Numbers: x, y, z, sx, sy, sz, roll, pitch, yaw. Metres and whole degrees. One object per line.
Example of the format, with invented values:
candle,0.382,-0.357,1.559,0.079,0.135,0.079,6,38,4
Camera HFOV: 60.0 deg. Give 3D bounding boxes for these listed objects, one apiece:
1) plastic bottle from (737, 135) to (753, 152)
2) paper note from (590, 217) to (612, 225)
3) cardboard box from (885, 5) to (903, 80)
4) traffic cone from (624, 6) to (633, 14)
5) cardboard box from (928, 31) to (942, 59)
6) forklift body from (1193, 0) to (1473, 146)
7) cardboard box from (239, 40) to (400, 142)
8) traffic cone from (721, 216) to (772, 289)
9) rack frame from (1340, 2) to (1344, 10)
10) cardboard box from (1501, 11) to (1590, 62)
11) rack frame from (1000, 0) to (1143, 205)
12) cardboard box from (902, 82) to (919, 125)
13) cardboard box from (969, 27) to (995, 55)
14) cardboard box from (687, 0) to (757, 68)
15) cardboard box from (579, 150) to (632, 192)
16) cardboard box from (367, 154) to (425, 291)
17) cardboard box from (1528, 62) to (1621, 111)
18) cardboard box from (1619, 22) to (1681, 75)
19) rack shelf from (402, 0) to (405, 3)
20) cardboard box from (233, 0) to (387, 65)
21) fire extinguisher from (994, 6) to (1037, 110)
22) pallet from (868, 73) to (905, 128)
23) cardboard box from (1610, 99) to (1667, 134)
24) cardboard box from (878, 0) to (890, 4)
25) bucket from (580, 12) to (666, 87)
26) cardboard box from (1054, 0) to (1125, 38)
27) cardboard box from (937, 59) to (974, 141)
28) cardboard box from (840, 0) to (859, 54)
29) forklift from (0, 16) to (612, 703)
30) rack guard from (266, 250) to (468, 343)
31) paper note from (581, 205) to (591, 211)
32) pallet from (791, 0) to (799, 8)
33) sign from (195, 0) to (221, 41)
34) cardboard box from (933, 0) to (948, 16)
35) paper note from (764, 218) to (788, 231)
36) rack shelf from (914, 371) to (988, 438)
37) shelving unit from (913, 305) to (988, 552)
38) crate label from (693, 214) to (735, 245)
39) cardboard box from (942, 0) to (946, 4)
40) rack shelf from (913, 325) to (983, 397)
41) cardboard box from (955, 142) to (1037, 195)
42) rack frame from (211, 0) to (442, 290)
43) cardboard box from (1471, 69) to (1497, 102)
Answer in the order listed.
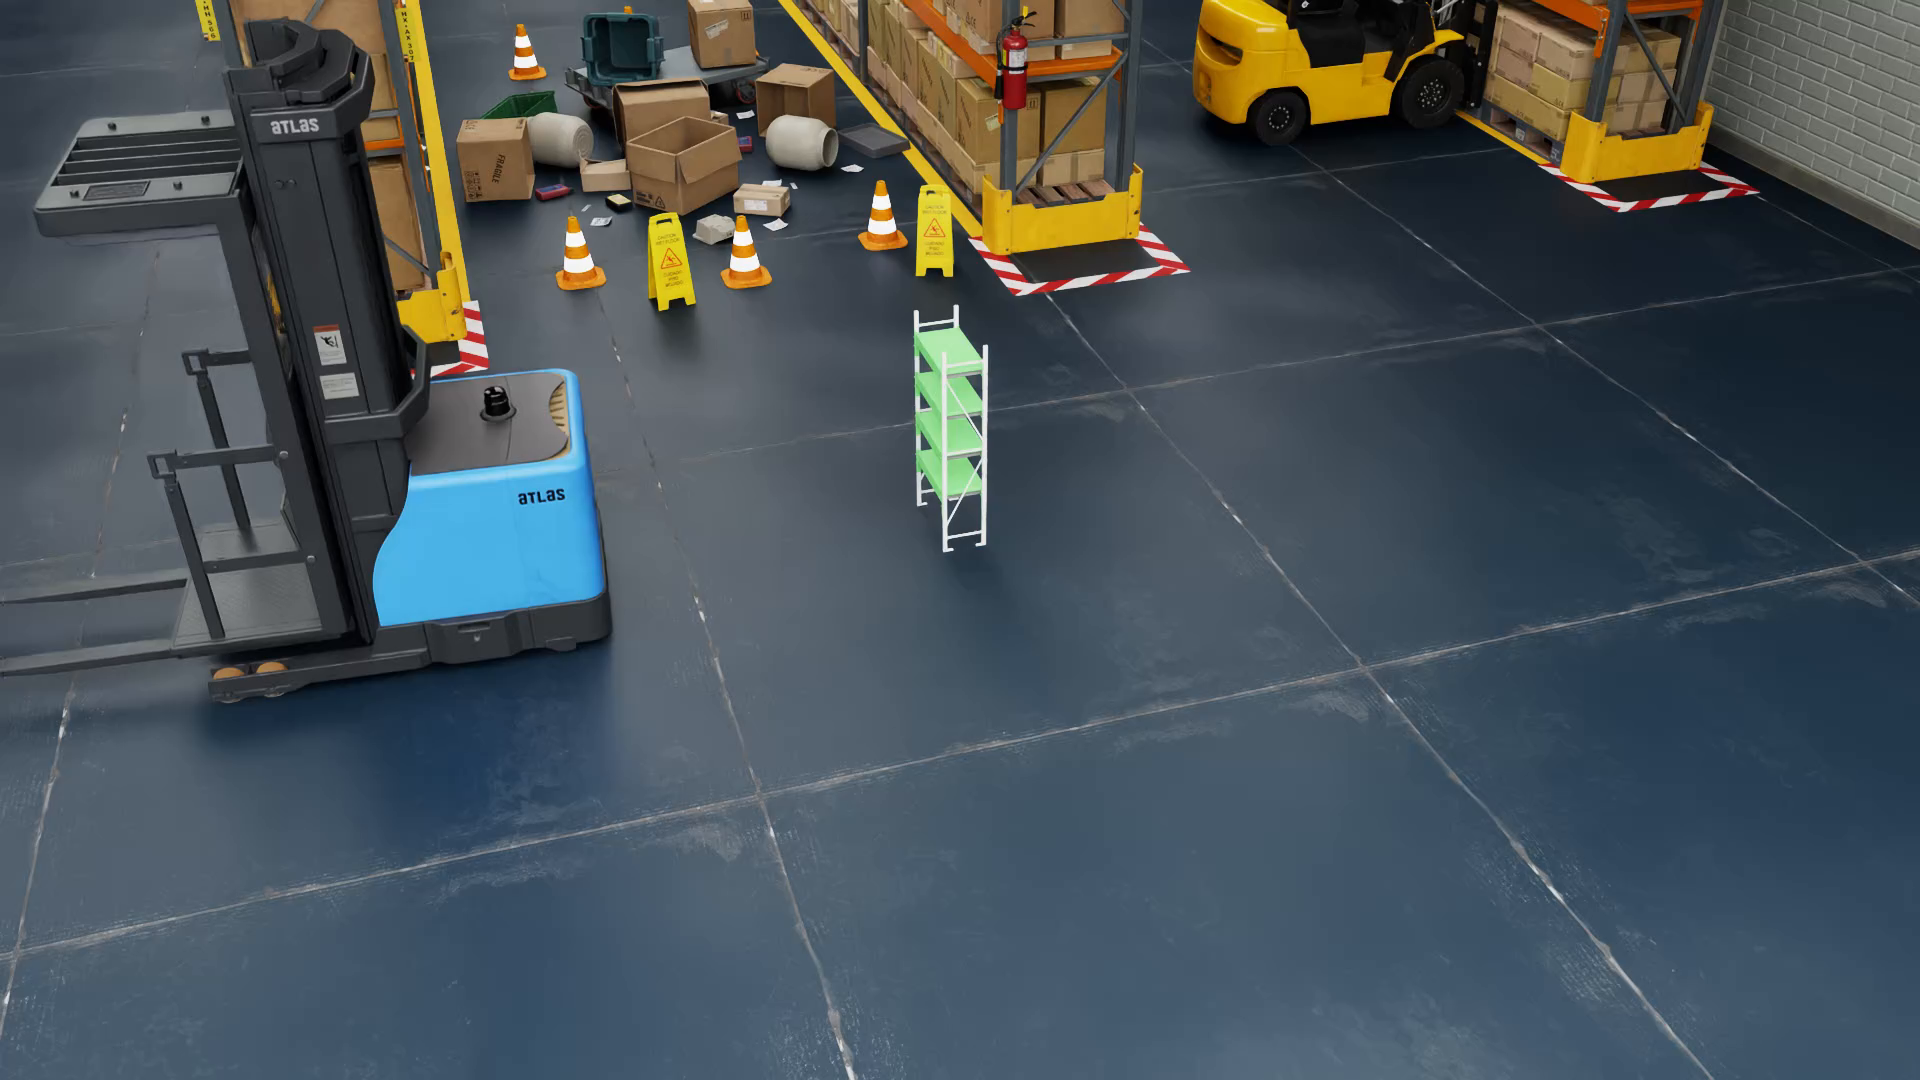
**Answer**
plastic bottle,-1.830,-3.367,14.109,0.133,0.061,0.283,-4,34,-6
paper note,-2.750,-2.448,12.747,0.144,0.017,0.142,1,33,2
cardboard box,-0.341,-4.292,14.277,0.500,0.500,0.500,-9,34,-13
traffic cone,-3.190,-4.927,16.106,0.336,0.463,0.334,-10,35,-15
cardboard box,-0.039,-3.926,13.135,0.380,0.149,0.250,-9,34,-13
forklift body,3.192,-4.657,14.166,2.313,2.155,1.214,-10,35,-15
cardboard box,-4.057,-2.850,10.525,0.875,0.550,0.550,-10,35,-15
traffic cone,-1.531,-2.071,11.784,0.336,0.463,0.334,-10,35,-15
rack frame,4.288,-6.422,16.068,1.000,3.000,0.127,-10,35,-15
cardboard box,4.909,-4.224,13.947,0.500,0.250,0.500,-9,35,-14
rack frame,0.782,-3.486,11.623,1.000,3.000,0.127,-10,35,-15
cardboard box,-0.177,-3.702,14.064,0.500,0.250,0.500,-10,35,-15
cardboard box,0.281,-3.655,12.108,0.380,0.149,0.250,-10,35,-15
cardboard box,-2.124,-4.544,14.805,0.500,0.500,0.500,-10,35,-15
cardboard box,-2.843,-2.967,13.318,0.396,0.266,0.258,-4,34,-6
cardboard box,-4.171,-2.234,11.275,0.875,0.875,0.875,-10,35,-14
cardboard box,5.062,-3.762,13.701,0.500,0.250,0.500,-10,35,-15
cardboard box,5.542,-4.052,13.686,0.500,0.250,0.500,-11,35,-15
rack shelf,-5.731,-5.450,15.249,1.077,0.370,4.000,-10,35,-15
cardboard box,-3.977,-3.314,10.249,0.875,0.550,0.550,-10,35,-15
fire extinguisher,0.378,-3.316,11.437,0.296,0.674,0.183,-10,35,-15
pallet,-0.199,-4.076,15.046,1.003,0.211,1.213,-10,35,-15
cardboard box,5.545,-3.641,13.972,0.500,0.250,0.500,-10,35,-15
cardboard box,-0.534,-4.766,14.406,0.380,0.149,0.250,-10,35,-14
bucket,-2.884,-4.285,14.424,0.726,0.611,0.620,1,23,2
cardboard box,0.902,-3.947,11.961,0.500,0.500,0.500,-11,35,-15
cardboard box,0.127,-3.477,13.043,0.500,0.500,0.500,-9,34,-13
cardboard box,-0.600,-4.939,15.826,0.950,0.372,0.625,-10,35,-14
forklift,-3.305,-0.770,7.576,3.031,2.935,1.130,-7,34,-11
rack guard,-3.894,-1.545,10.953,1.175,0.500,0.348,-10,35,-15
paper note,-2.920,-2.592,12.983,0.032,0.001,0.123,7,34,10
pallet,-1.421,-6.112,18.127,1.003,0.211,1.213,-10,35,-15
sign,-4.422,-3.098,9.772,0.100,0.325,0.005,-10,35,-15
cardboard box,0.008,-4.201,12.934,0.380,0.149,0.250,-10,35,-15
paper note,-1.402,-2.408,12.686,0.148,0.019,0.142,-23,40,-31
rack shelf,-0.050,-0.734,8.773,0.258,0.148,0.480,-10,35,-15
shelving unit,-0.050,-0.587,8.870,0.258,1.200,0.503,-10,35,-15
crate label,-1.830,-2.337,12.482,0.298,0.136,0.250,27,42,34
cardboard box,0.057,-4.417,12.672,0.500,0.500,0.500,-10,35,-15
rack shelf,-0.050,-0.935,8.641,0.258,0.148,0.480,-10,35,-15
cardboard box,0.272,-2.905,12.859,0.500,0.250,0.500,-10,35,-15
rack frame,-3.901,-2.600,10.283,1.000,3.000,0.127,-10,35,-15
cardboard box,4.777,-4.071,14.622,0.500,0.250,0.500,-10,35,-14
